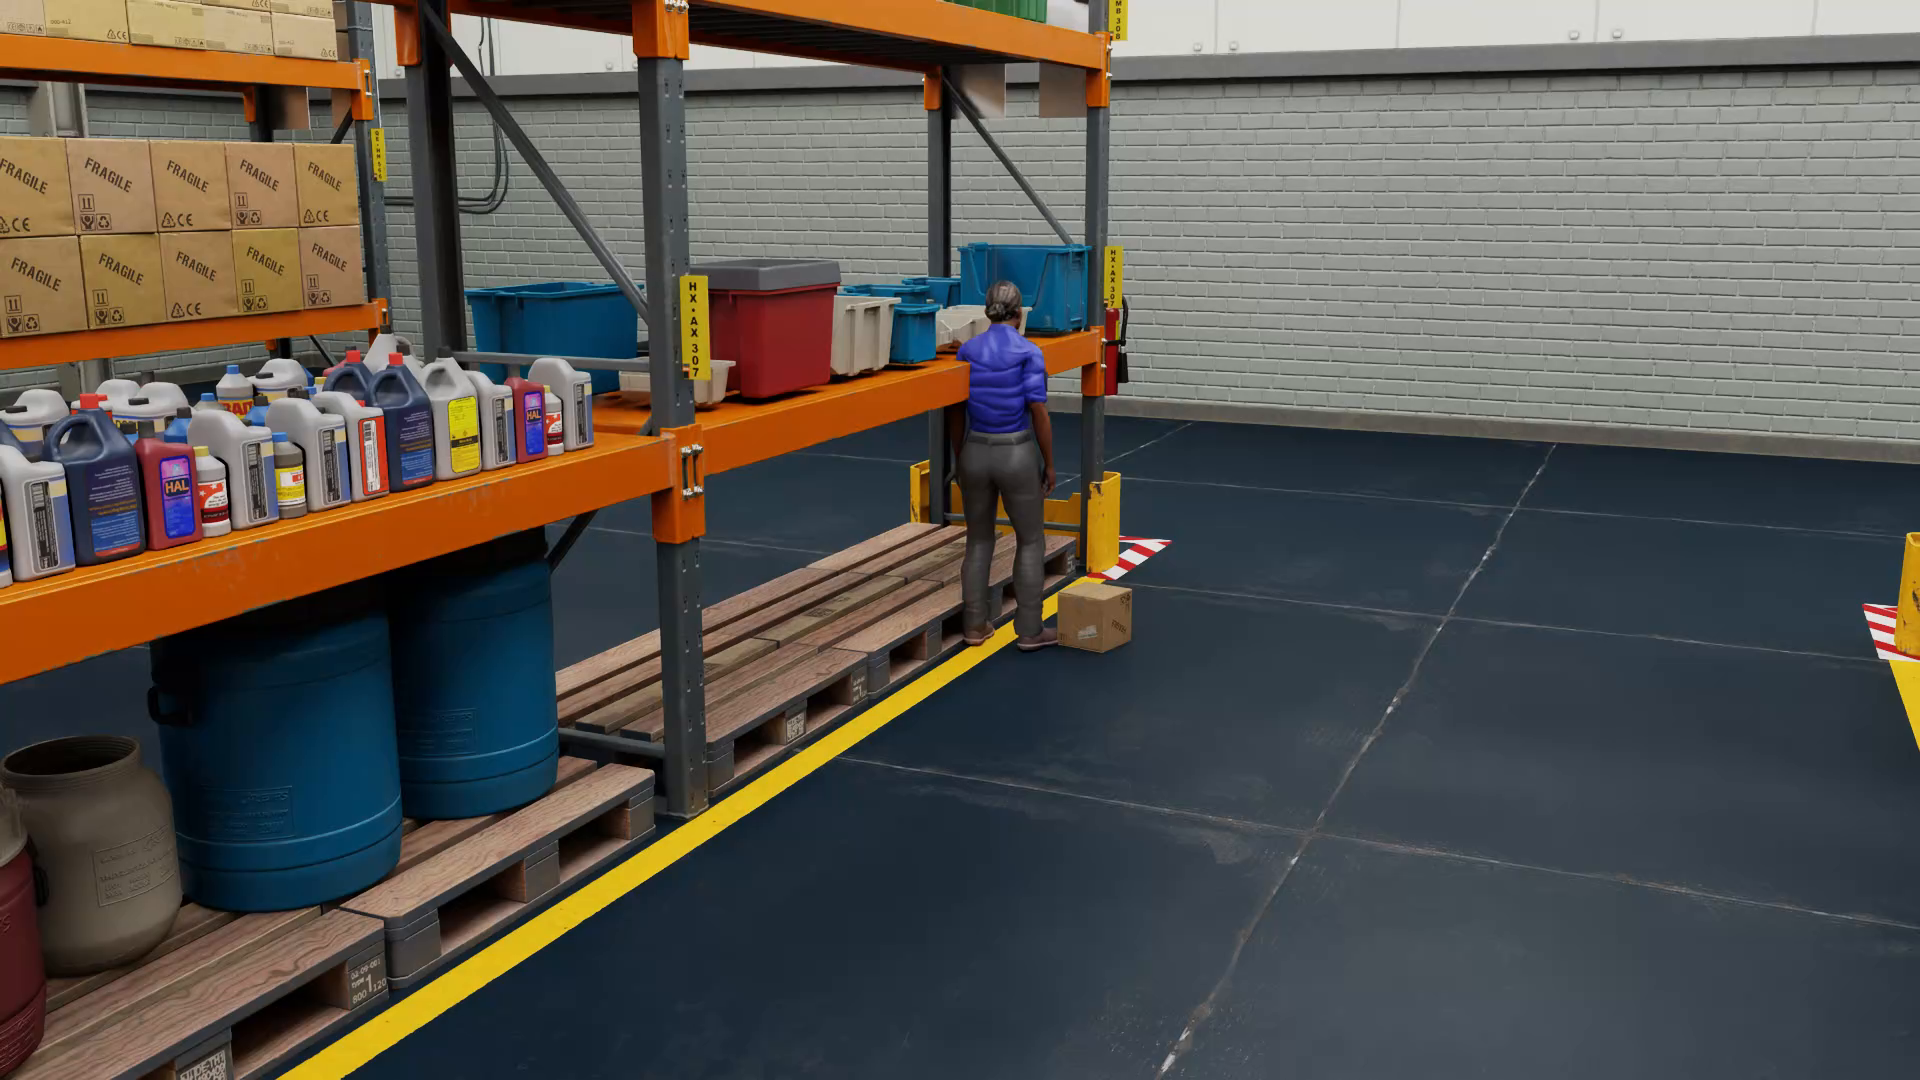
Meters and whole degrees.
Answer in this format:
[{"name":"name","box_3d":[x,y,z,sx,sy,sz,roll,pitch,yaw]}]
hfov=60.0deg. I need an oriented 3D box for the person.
[{"name":"person","box_3d":[0.196,-0.335,7.507,0.507,1.655,0.349,5,13,23]}]
